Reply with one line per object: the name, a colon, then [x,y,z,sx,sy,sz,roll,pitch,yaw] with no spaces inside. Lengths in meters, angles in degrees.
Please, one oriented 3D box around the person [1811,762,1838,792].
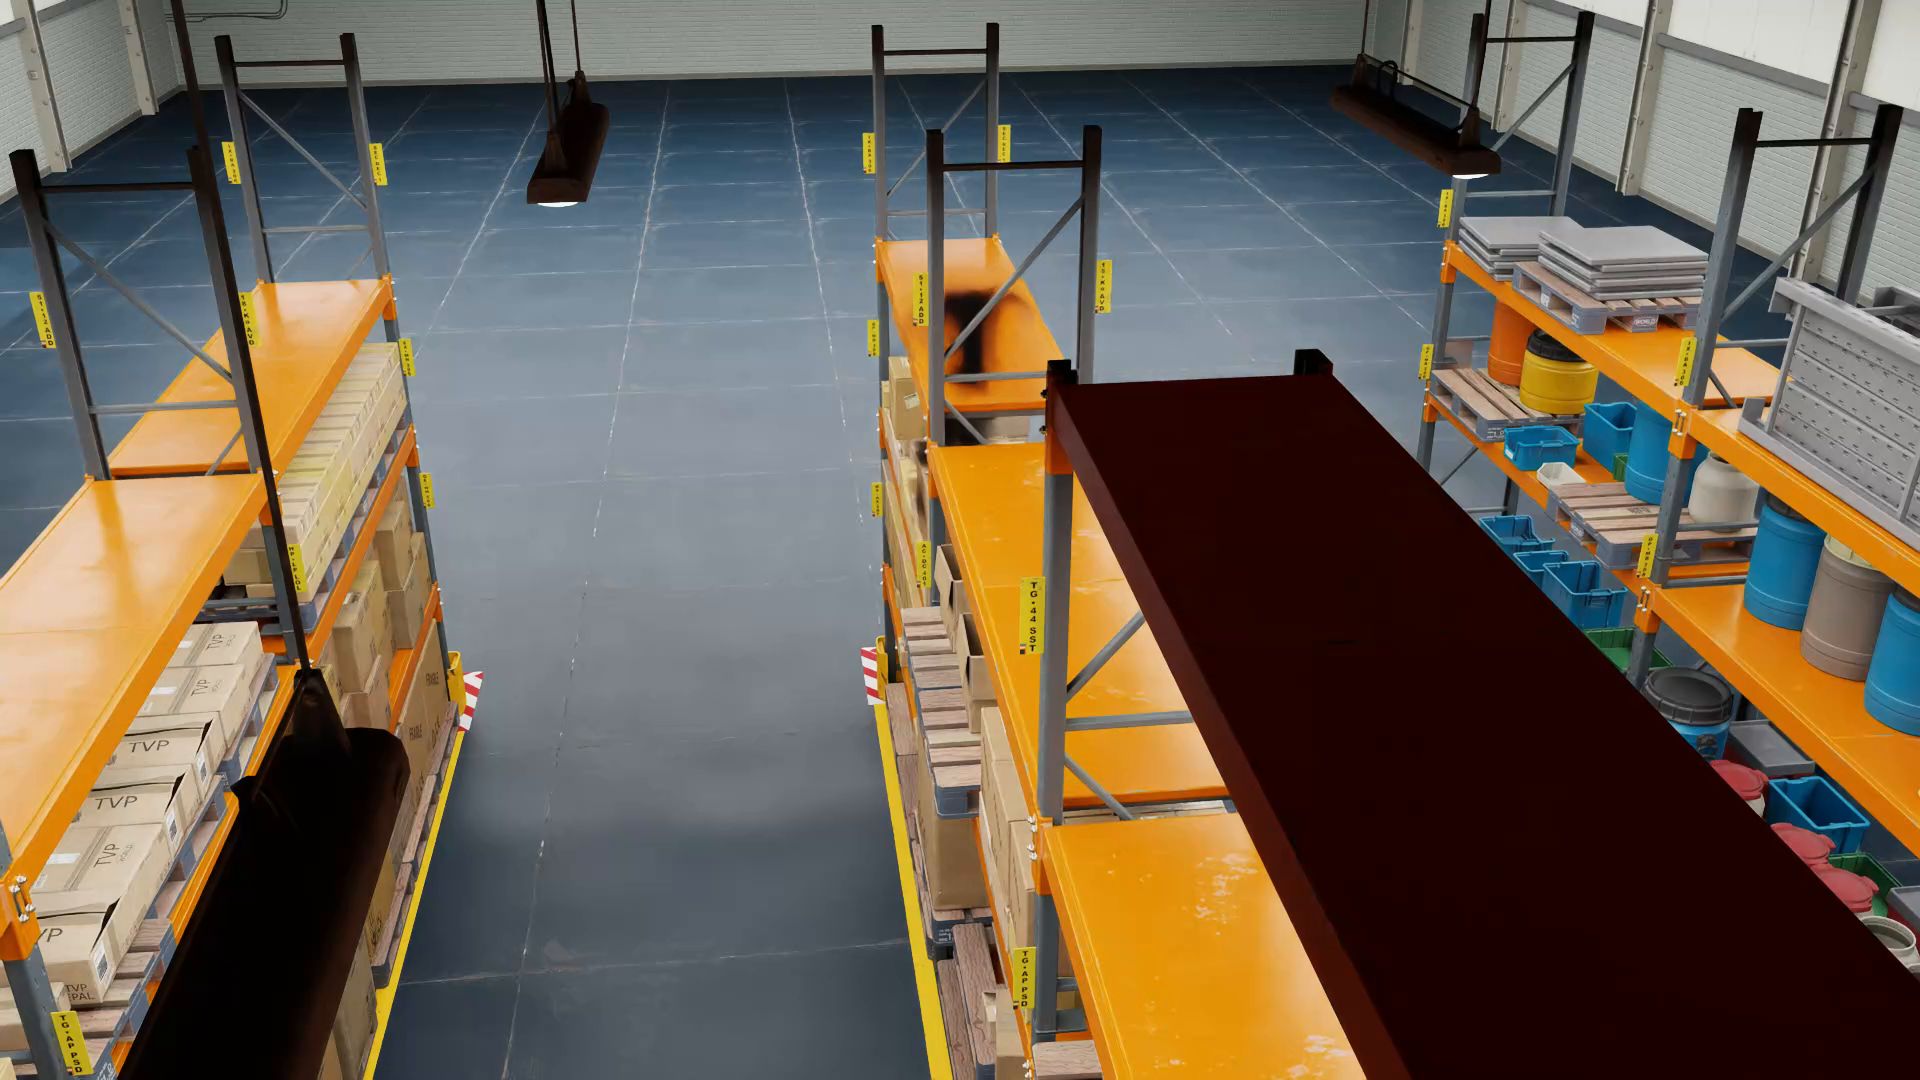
person: [0.606,4.173,5.568,20.412,3.497,6.647,-17,30,-32]
